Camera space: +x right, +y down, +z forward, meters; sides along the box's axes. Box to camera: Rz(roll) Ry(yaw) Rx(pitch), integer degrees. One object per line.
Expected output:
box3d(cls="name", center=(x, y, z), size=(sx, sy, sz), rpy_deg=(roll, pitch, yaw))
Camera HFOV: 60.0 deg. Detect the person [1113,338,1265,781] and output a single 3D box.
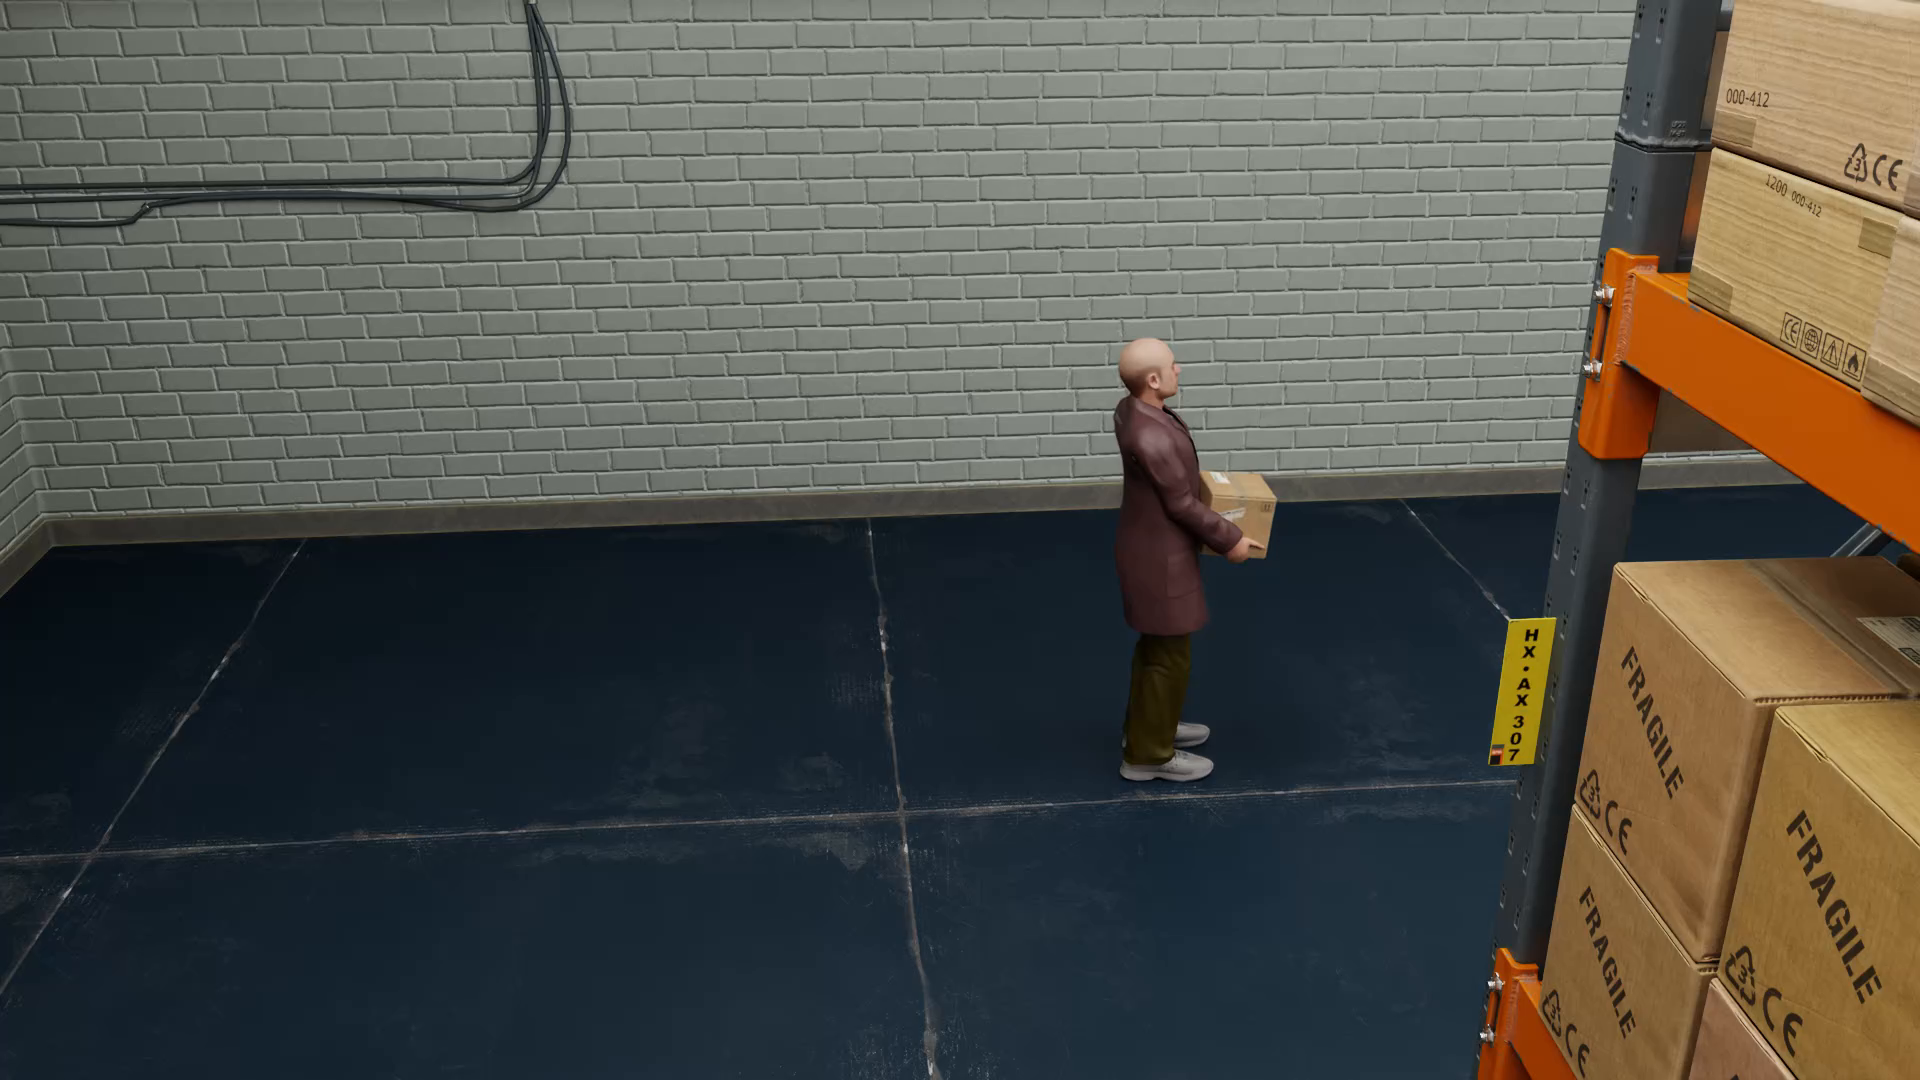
box3d(cls="person", center=(0.865, 0.073, 6.454), size=(0.558, 1.769, 0.530), rpy_deg=(-2, 23, -5))
